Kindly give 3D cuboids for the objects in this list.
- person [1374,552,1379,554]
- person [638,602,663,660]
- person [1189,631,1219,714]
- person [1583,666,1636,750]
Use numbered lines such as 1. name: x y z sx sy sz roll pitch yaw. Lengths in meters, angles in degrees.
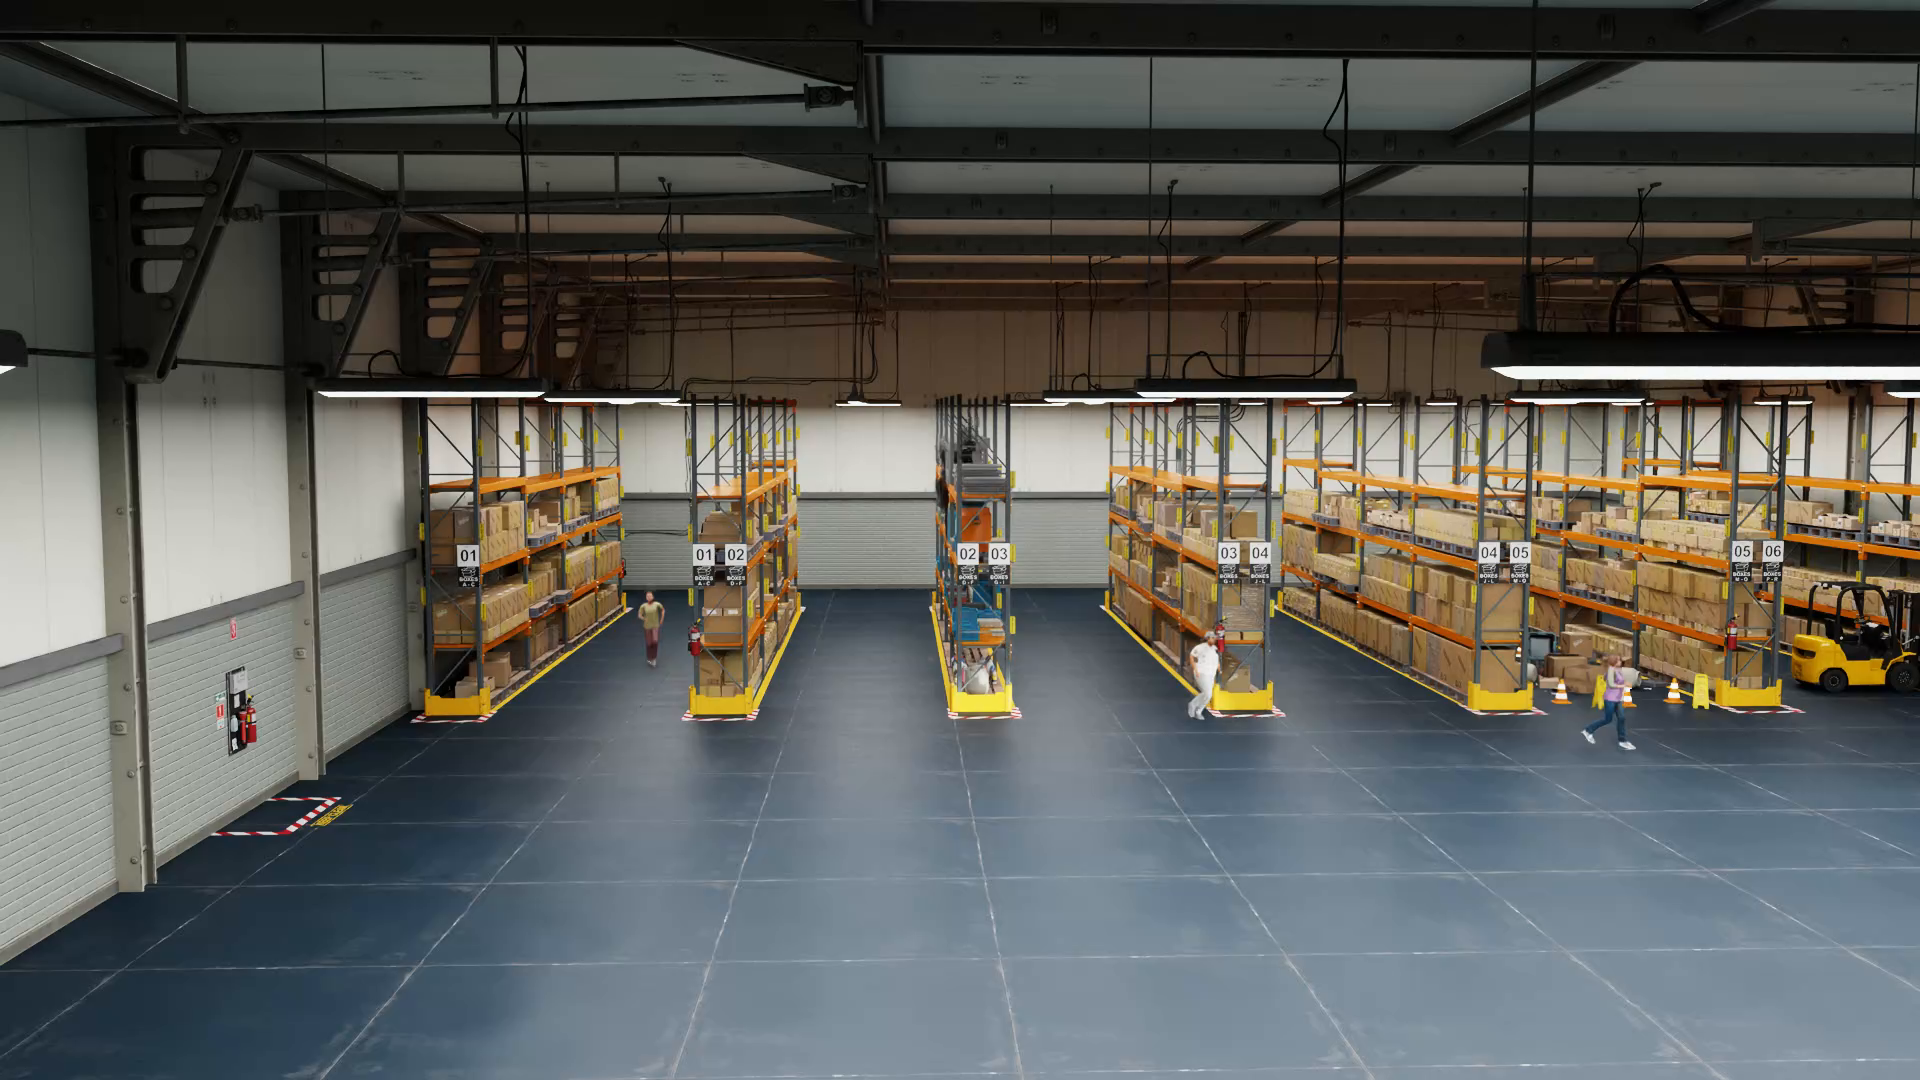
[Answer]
1. person: 11.572 1.179 46.151 0.690 1.689 0.629 -1 5 -11
2. person: -6.911 2.042 37.148 0.534 1.317 0.662 -1 5 -7
3. person: 4.584 2.473 30.776 0.624 1.540 0.474 -4 6 -40
4. person: 10.953 2.809 27.990 0.859 1.377 0.345 3 6 36
